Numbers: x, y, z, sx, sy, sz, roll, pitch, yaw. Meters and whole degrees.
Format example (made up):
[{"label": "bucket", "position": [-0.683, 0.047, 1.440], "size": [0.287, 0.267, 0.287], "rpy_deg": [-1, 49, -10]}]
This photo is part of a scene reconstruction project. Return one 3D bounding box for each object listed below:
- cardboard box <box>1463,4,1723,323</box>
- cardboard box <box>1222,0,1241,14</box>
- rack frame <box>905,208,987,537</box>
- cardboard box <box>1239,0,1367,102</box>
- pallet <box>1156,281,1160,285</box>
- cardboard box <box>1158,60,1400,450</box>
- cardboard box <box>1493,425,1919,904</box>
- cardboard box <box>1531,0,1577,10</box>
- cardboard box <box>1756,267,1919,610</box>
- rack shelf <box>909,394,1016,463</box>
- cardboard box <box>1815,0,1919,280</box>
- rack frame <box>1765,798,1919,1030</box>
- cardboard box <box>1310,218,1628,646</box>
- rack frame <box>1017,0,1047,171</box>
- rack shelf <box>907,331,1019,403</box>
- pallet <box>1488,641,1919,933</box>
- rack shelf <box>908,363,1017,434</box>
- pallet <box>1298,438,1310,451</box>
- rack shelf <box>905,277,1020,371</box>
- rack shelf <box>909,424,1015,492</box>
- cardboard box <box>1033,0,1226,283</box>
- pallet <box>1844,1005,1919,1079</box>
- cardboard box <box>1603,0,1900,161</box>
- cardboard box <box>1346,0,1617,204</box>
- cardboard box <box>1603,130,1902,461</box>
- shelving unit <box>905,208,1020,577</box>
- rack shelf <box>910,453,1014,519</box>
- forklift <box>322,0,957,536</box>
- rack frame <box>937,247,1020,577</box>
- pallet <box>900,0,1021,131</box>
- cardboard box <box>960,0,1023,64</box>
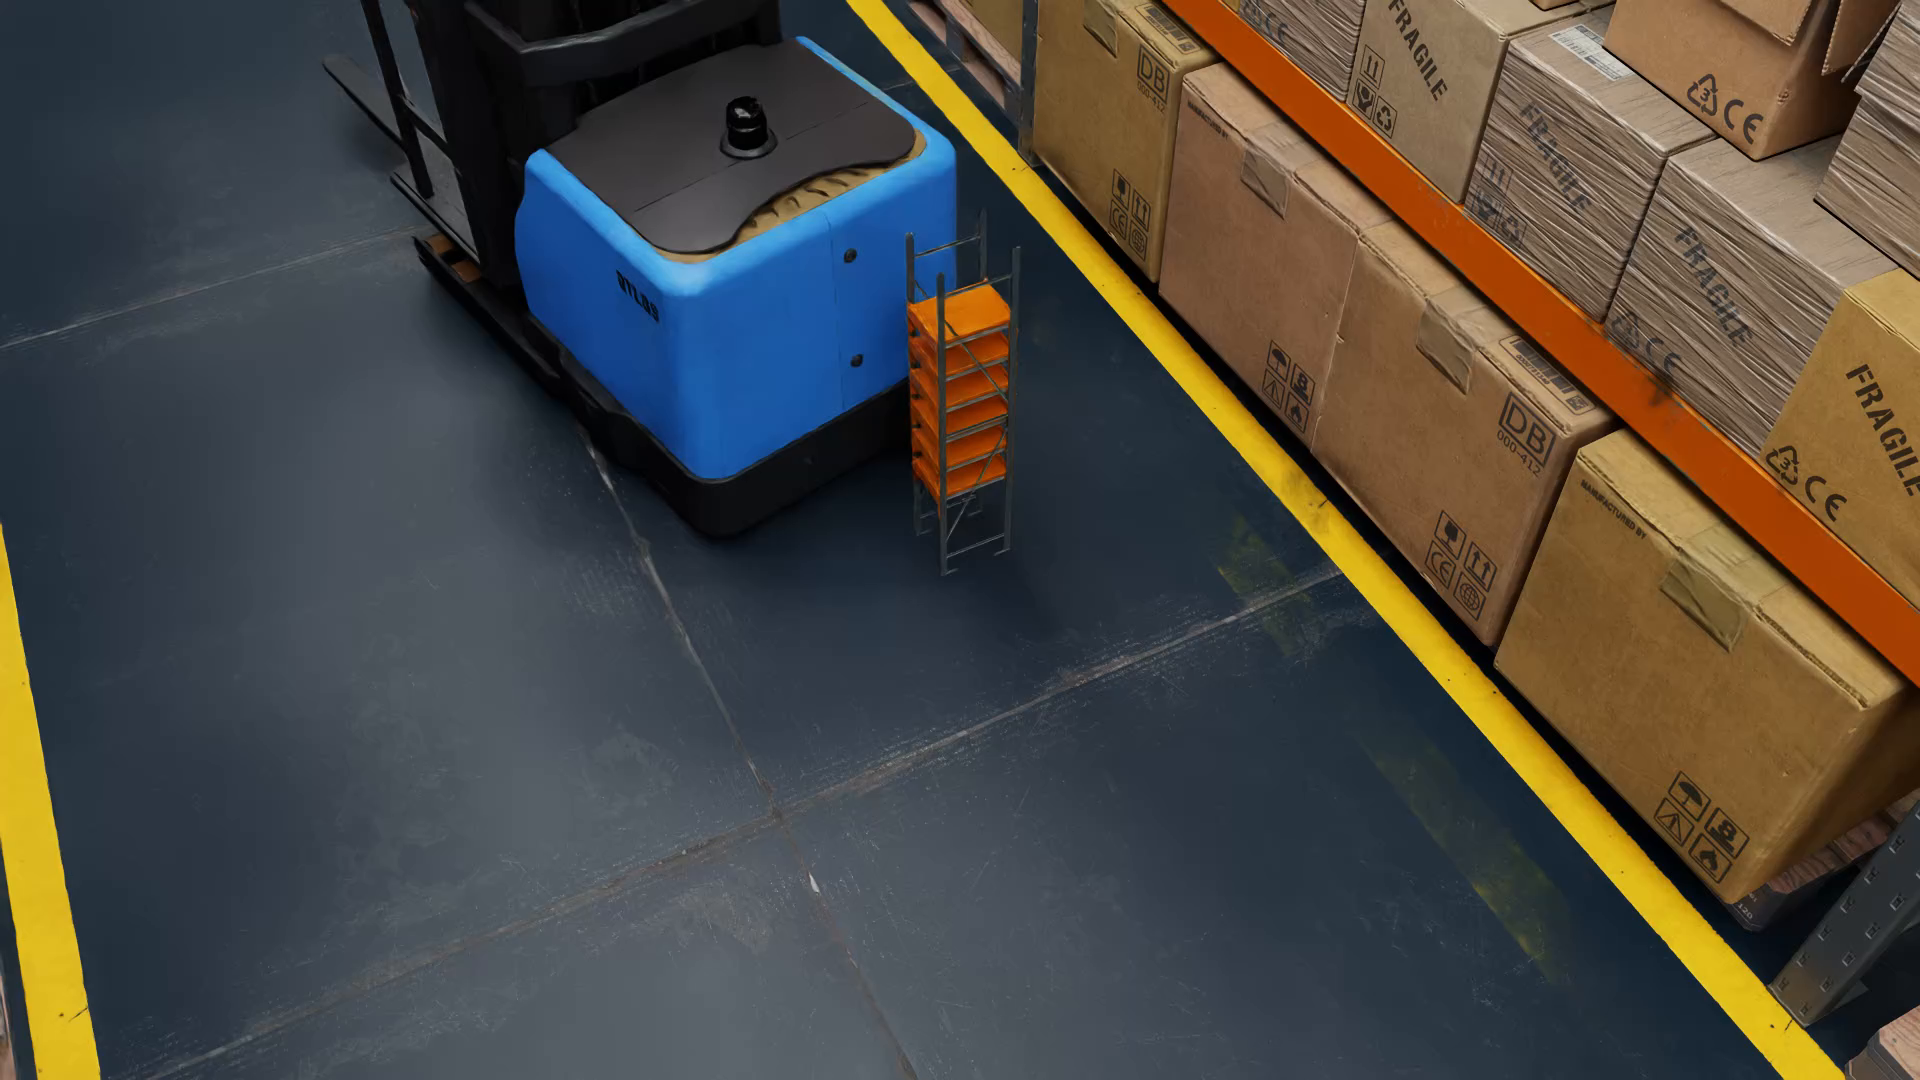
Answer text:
[{"label": "cardboard box", "position": [1.621, -0.932, 4.006], "size": [0.500, 0.500, 0.500], "rpy_deg": [-23, 53, -19]}, {"label": "cardboard box", "position": [0.919, -1.952, 4.898], "size": [0.500, 0.500, 0.500], "rpy_deg": [-21, 52, -17]}, {"label": "rack frame", "position": [-0.035, -0.447, 4.843], "size": [0.240, 1.200, 0.006], "rpy_deg": [-21, 52, -18]}, {"label": "cardboard box", "position": [1.148, -1.617, 4.605], "size": [0.500, 0.500, 0.500], "rpy_deg": [-22, 52, -18]}, {"label": "pallet", "position": [1.120, -1.241, 6.195], "size": [1.003, 0.211, 1.213], "rpy_deg": [-21, 52, -18]}, {"label": "cardboard box", "position": [1.420, -1.069, 5.325], "size": [1.225, 0.875, 0.875], "rpy_deg": [-23, 53, -19]}, {"label": "cardboard box", "position": [2.233, 0.120, 4.285], "size": [1.225, 0.875, 0.875], "rpy_deg": [-23, 53, -19]}, {"label": "cardboard box", "position": [1.602, -1.714, 4.023], "size": [0.797, 0.503, 0.637], "rpy_deg": [-20, 52, -16]}, {"label": "cardboard box", "position": [2.084, -0.250, 3.409], "size": [0.500, 0.500, 0.500], "rpy_deg": [-20, 52, -16]}, {"label": "rack shelf", "position": [0.007, -0.356, 4.823], "size": [0.258, 0.103, 0.180], "rpy_deg": [-21, 52, -18]}, {"label": "cardboard box", "position": [2.210, -0.830, 3.250], "size": [0.797, 0.503, 0.637], "rpy_deg": [-20, 52, -16]}, {"label": "rack frame", "position": [2.531, 0.028, 3.233], "size": [1.000, 3.000, 0.127], "rpy_deg": [-21, 52, -18]}, {"label": "cardboard box", "position": [1.832, -0.479, 4.809], "size": [1.225, 0.875, 0.875], "rpy_deg": [-21, 52, -17]}, {"label": "rack frame", "position": [0.700, -2.649, 5.574], "size": [1.000, 3.000, 0.127], "rpy_deg": [-21, 52, -18]}, {"label": "rack shelf", "position": [0.007, -0.514, 4.643], "size": [0.258, 0.103, 0.180], "rpy_deg": [-21, 52, -18]}, {"label": "pallet", "position": [2.237, 0.392, 4.767], "size": [1.003, 0.211, 1.213], "rpy_deg": [-21, 52, -18]}, {"label": "rack shelf", "position": [0.007, -0.435, 4.733], "size": [0.258, 0.103, 0.180], "rpy_deg": [-21, 52, -18]}, {"label": "pallet", "position": [1.683, -0.423, 5.480], "size": [1.003, 0.211, 1.213], "rpy_deg": [-21, 52, -18]}, {"label": "rack shelf", "position": [0.007, -0.593, 4.552], "size": [0.258, 0.103, 0.180], "rpy_deg": [-21, 52, -18]}, {"label": "rack shelf", "position": [0.007, -0.277, 4.914], "size": [0.258, 0.103, 0.180], "rpy_deg": [-21, 52, -18]}, {"label": "cardboard box", "position": [1.011, -1.666, 5.847], "size": [1.225, 0.875, 0.875], "rpy_deg": [-21, 52, -17]}, {"label": "pallet", "position": [2.887, 1.470, 3.824], "size": [1.003, 0.211, 1.213], "rpy_deg": [-21, 52, -18]}, {"label": "cardboard box", "position": [1.915, -1.267, 3.633], "size": [0.797, 0.503, 0.637], "rpy_deg": [-20, 52, -17]}, {"label": "cardboard box", "position": [1.389, -1.273, 4.304], "size": [0.500, 0.500, 0.500], "rpy_deg": [-20, 52, -17]}, {"label": "cardboard box", "position": [1.861, -0.586, 3.703], "size": [0.500, 0.500, 0.500], "rpy_deg": [-22, 52, -18]}, {"label": "shelving unit", "position": [0.007, -0.385, 4.790], "size": [0.258, 1.200, 0.189], "rpy_deg": [-21, 52, -18]}, {"label": "rack shelf", "position": [0.007, -0.198, 5.004], "size": [0.258, 0.103, 0.180], "rpy_deg": [-21, 52, -18]}, {"label": "forklift", "position": [-1.321, -2.026, 5.074], "size": [1.130, 2.935, 3.031], "rpy_deg": [-32, 56, -25]}, {"label": "rack frame", "position": [0.048, -0.324, 4.736], "size": [0.240, 1.200, 0.006], "rpy_deg": [-21, 52, -18]}, {"label": "pallet", "position": [0.422, -2.267, 7.093], "size": [1.003, 0.211, 1.213], "rpy_deg": [-21, 52, -18]}, {"label": "cardboard box", "position": [0.469, -2.557, 6.626], "size": [0.875, 0.875, 0.875], "rpy_deg": [-21, 52, -18]}]
